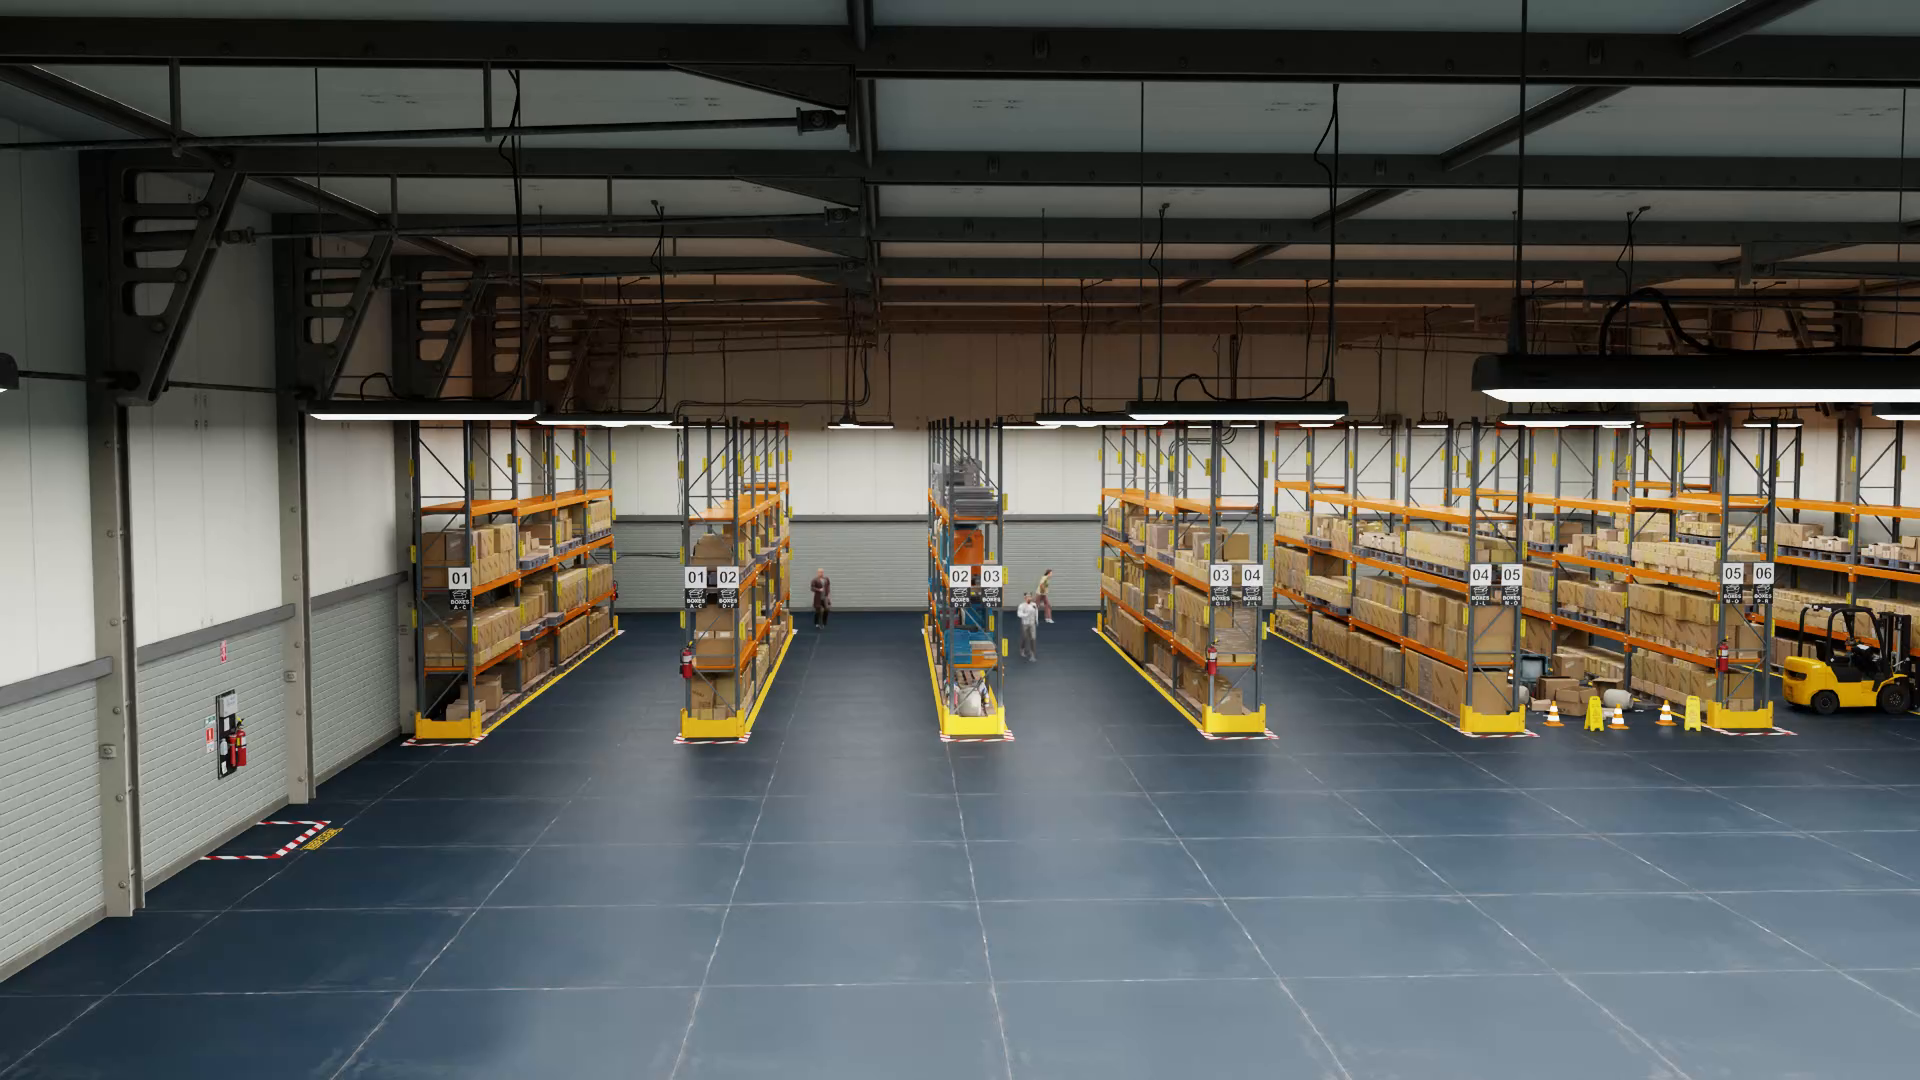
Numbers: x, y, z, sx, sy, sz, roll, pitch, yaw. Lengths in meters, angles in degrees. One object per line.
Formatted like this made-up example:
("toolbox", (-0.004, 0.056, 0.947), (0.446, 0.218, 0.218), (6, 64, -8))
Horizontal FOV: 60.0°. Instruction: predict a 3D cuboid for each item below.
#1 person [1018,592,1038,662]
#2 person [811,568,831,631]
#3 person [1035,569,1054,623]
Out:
("person", (1.706, 2.151, 41.687), (0.598, 1.743, 0.842), (-1, 4, -12))
("person", (-4.001, 1.717, 47.929), (0.667, 1.811, 0.883), (-2, 4, -22))
("person", (2.349, 1.679, 50.018), (0.995, 1.626, 0.607), (0, 4, 5))
